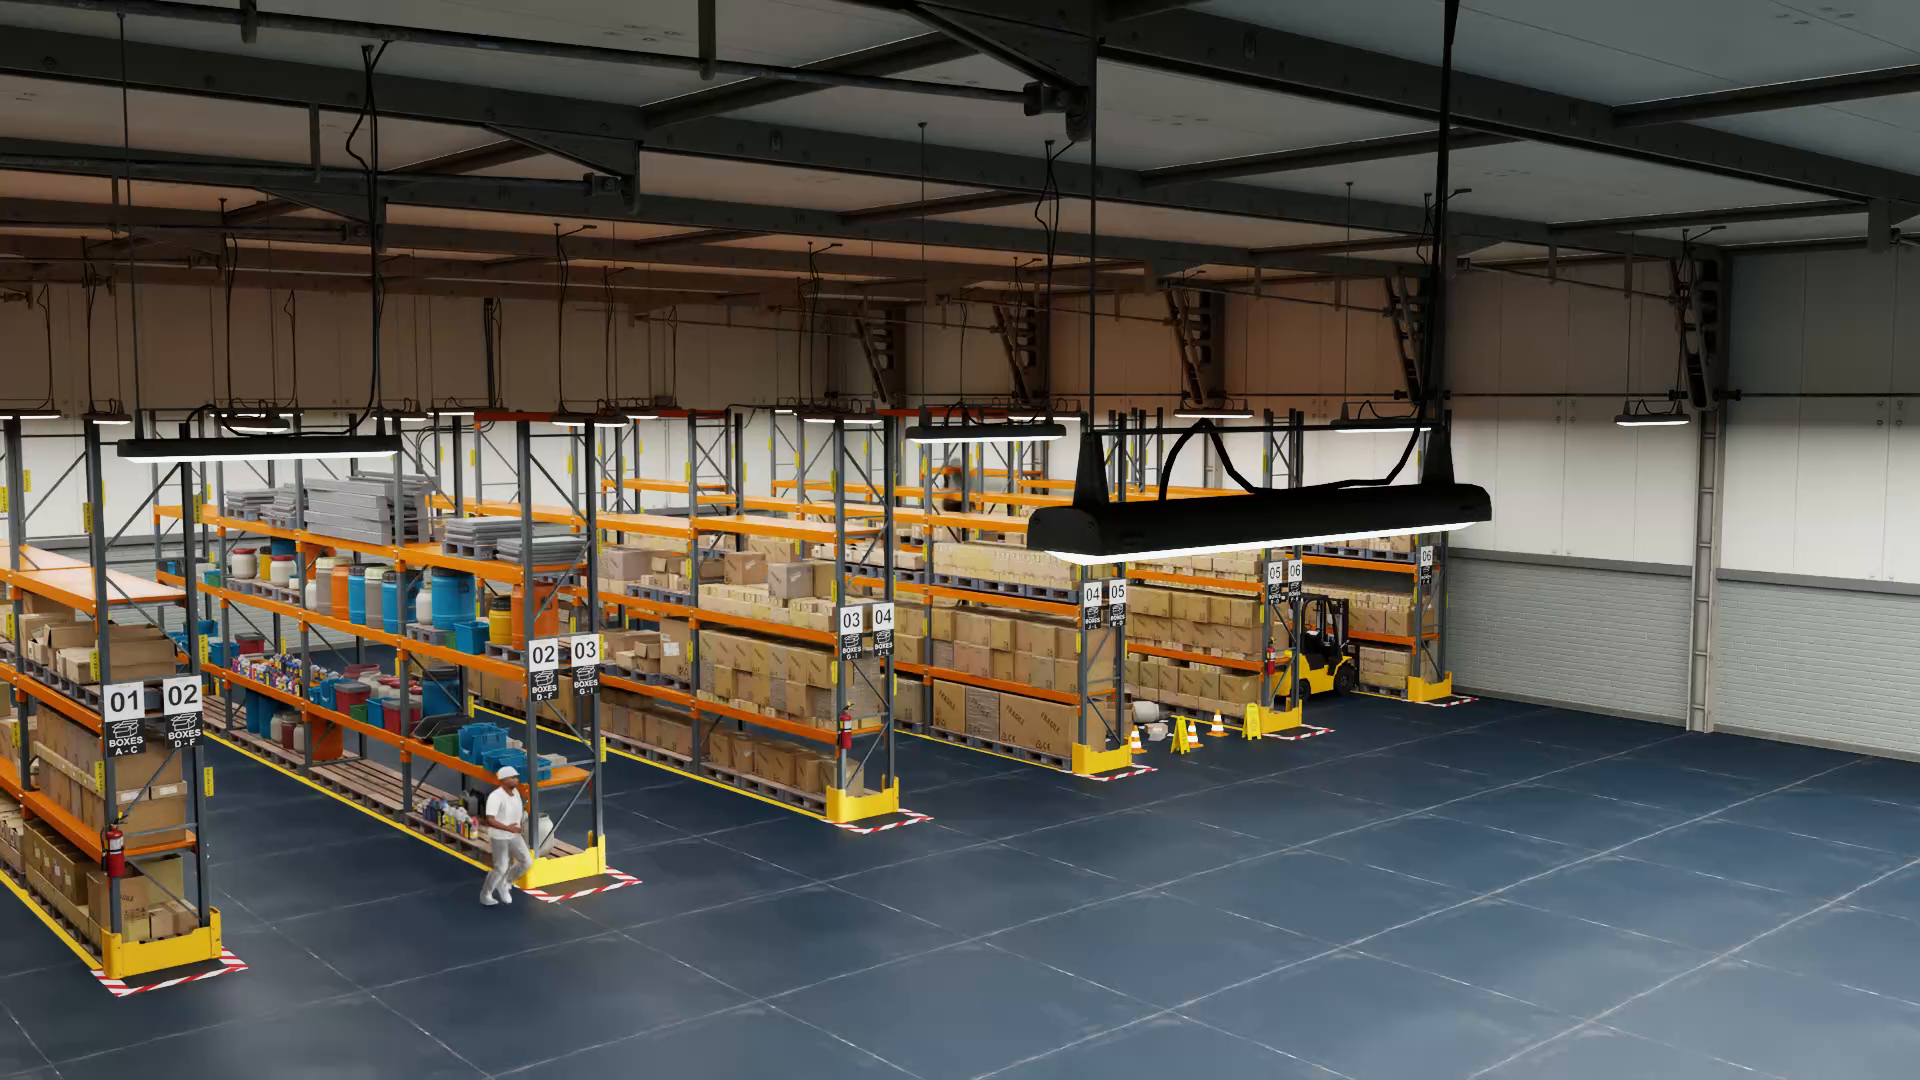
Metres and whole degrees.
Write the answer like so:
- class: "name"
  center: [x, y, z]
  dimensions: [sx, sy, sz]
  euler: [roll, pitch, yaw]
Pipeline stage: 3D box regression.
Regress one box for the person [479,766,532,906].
- class: "person"
  center: [-5.593, 3.656, 20.580]
  dimensions: [0.648, 1.730, 0.738]
  euler: [2, 5, 20]
